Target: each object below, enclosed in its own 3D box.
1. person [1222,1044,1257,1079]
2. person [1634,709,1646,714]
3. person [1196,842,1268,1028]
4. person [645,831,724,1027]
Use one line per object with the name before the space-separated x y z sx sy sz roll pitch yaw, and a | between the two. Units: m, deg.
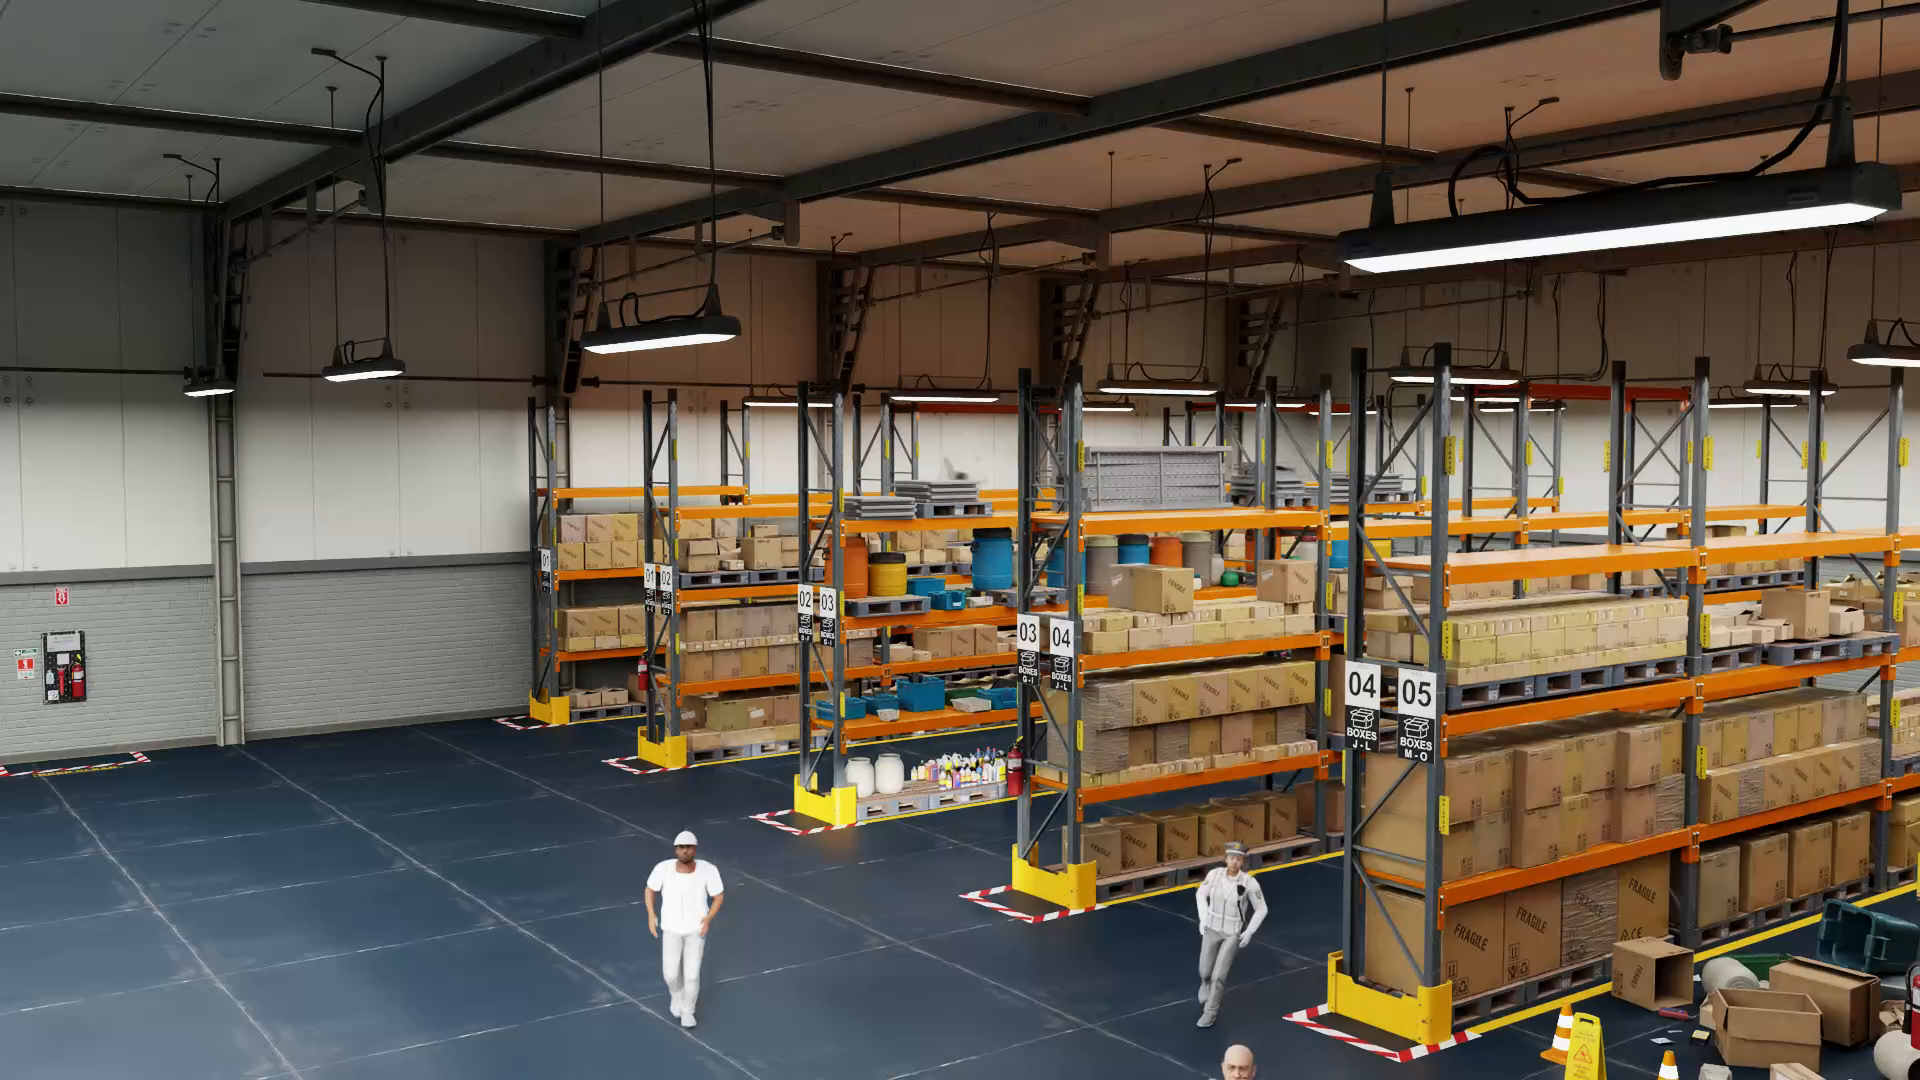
person | 1.587 3.734 9.479 0.727 1.747 0.633 0 3 8
person | 9.129 3.053 22.367 0.805 1.568 0.548 -3 4 -40
person | 2.410 3.471 14.809 0.665 1.642 0.579 1 4 21
person | -2.443 3.429 14.702 0.704 1.726 0.524 0 3 -4
